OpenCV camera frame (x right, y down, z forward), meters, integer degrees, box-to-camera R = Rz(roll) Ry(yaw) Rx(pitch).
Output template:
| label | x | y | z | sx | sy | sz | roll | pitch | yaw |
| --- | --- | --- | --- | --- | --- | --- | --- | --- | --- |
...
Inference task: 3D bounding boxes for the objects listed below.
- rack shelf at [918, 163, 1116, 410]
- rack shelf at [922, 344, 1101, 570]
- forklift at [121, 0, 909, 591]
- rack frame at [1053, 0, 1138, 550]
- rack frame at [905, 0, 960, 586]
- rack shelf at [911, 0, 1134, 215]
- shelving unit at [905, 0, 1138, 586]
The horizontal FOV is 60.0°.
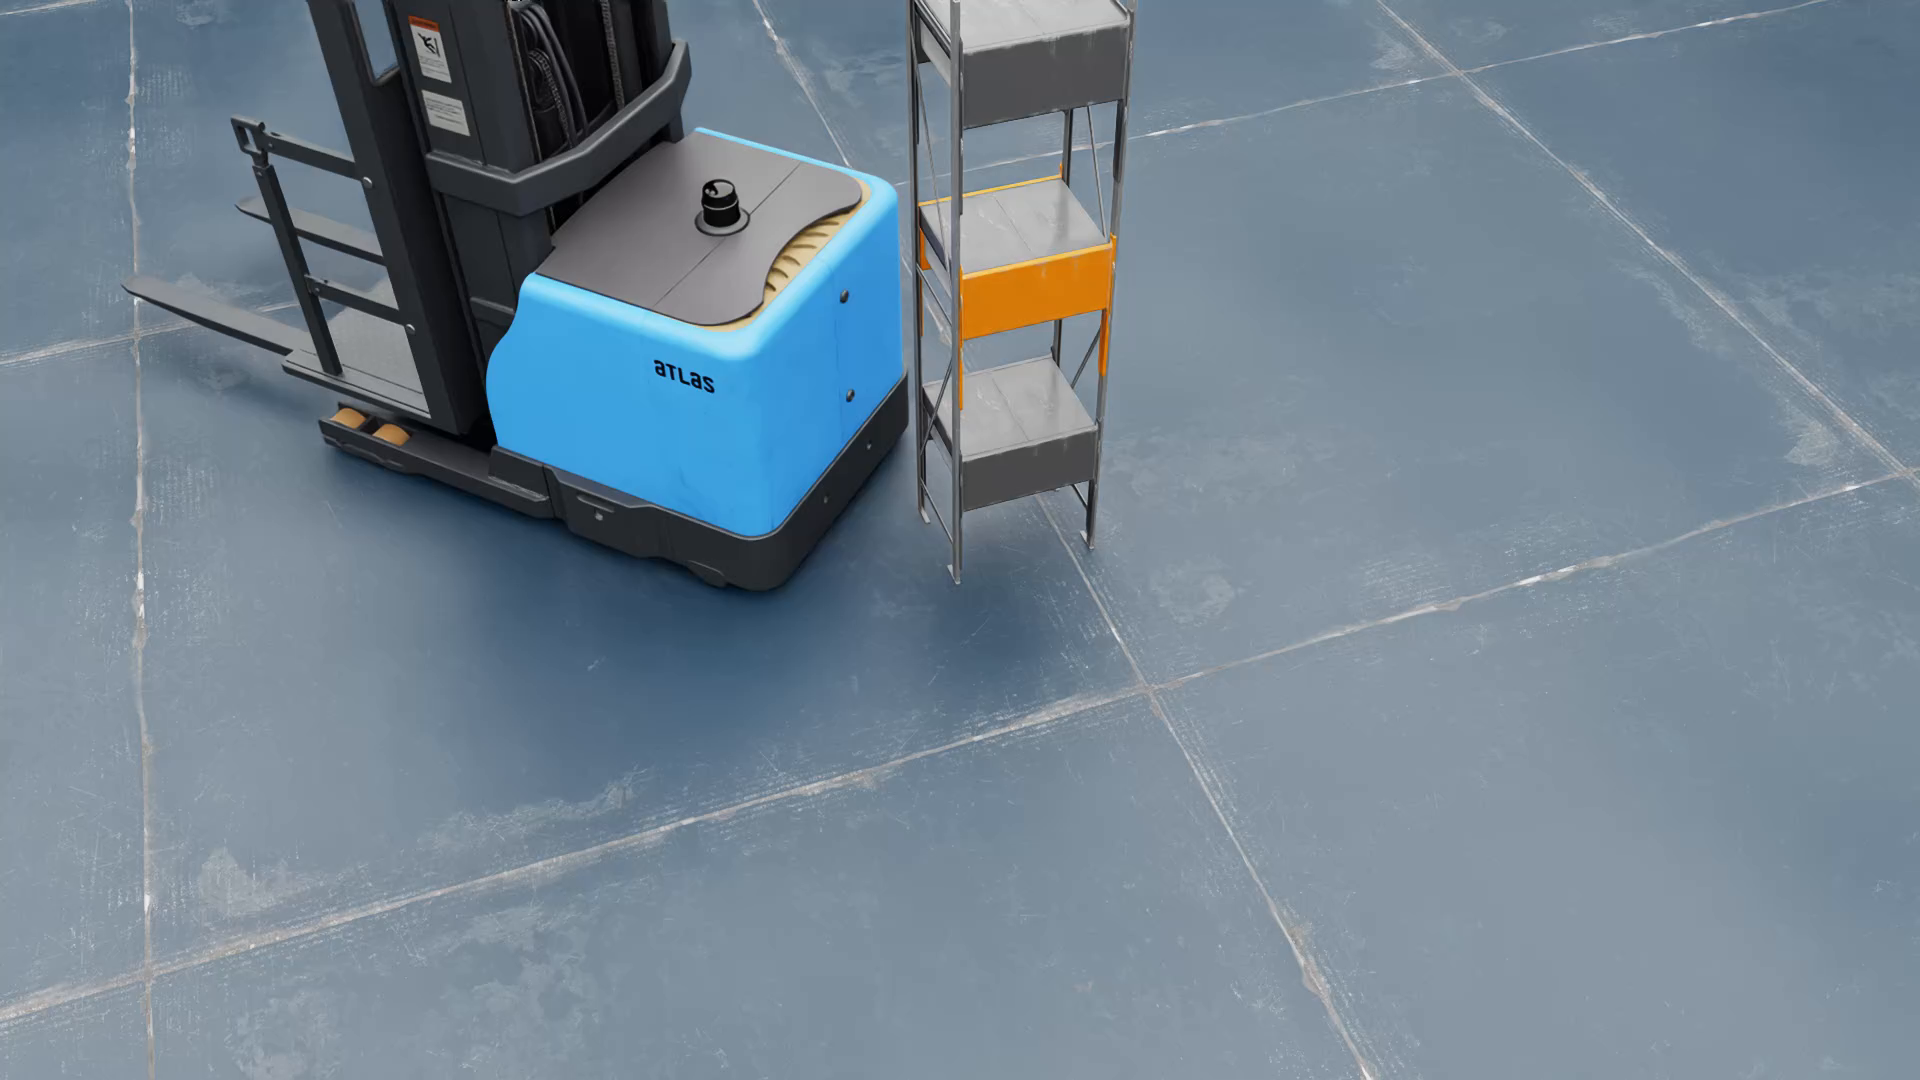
| label | x | y | z | sx | sy | sz | roll | pitch | yaw |
| --- | --- | --- | --- | --- | --- | --- | --- | --- | --- |
| rack shelf | 0.156 | -0.771 | 5.056 | 0.480 | 0.518 | 0.431 | -14 | 47 | -14 |
| rack shelf | 0.156 | -0.277 | 5.551 | 0.480 | 0.518 | 0.431 | -14 | 47 | -14 |
| forklift | -1.739 | -1.601 | 5.276 | 3.031 | 2.935 | 1.130 | 19 | 48 | 18 |
| rack frame | 0.385 | -0.840 | 5.104 | 0.015 | 2.100 | 0.400 | -14 | 47 | -14 |
| rack frame | -0.074 | -0.722 | 4.987 | 0.015 | 2.100 | 0.400 | -14 | 47 | -14 |
| rack shelf | 0.156 | -1.266 | 4.560 | 0.480 | 0.518 | 0.431 | -14 | 47 | -14 |
| shelving unit | 0.156 | -0.781 | 5.046 | 0.503 | 2.100 | 0.431 | -14 | 47 | -14 |
